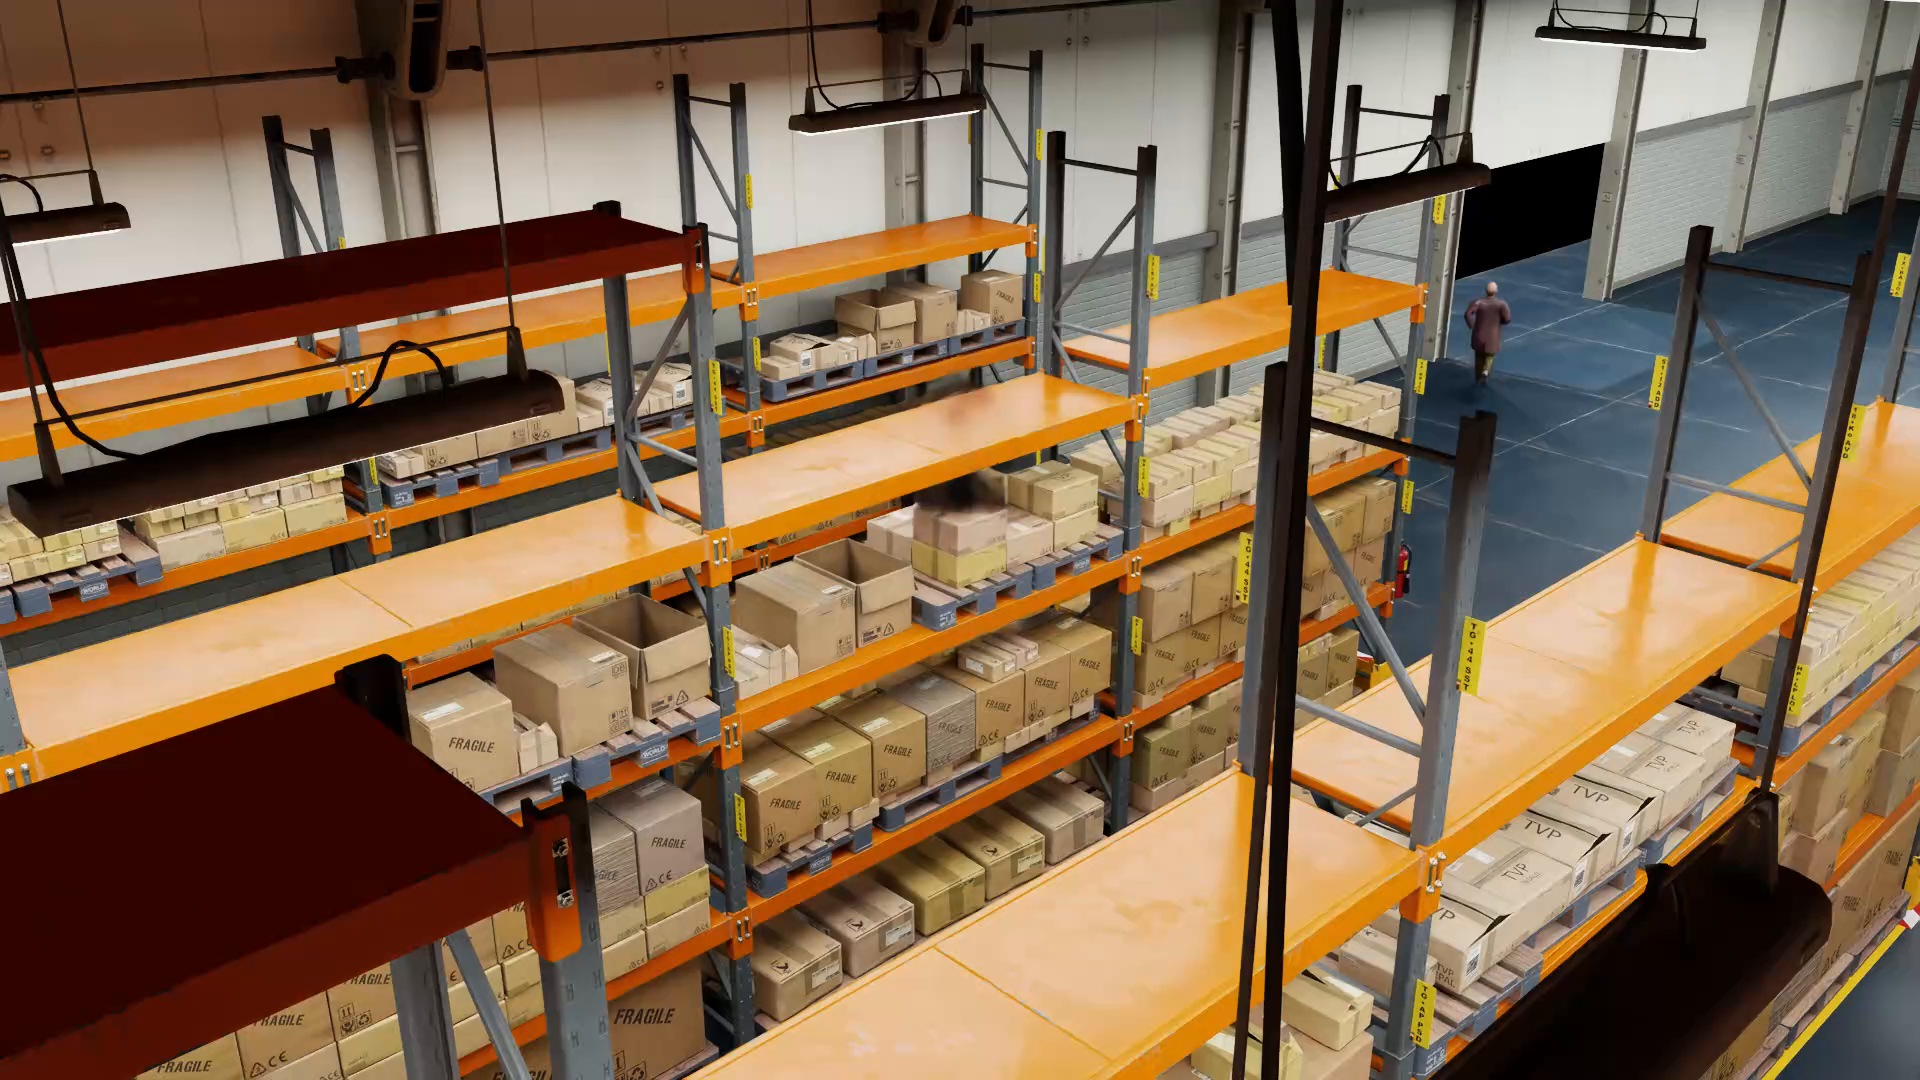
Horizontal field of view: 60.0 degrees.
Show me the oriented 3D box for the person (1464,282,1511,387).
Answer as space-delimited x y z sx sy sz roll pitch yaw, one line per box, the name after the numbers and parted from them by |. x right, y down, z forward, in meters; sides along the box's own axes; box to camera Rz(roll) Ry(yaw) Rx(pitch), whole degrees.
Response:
8.326 -3.221 26.350 0.709 1.762 0.945 8 24 18 | person
